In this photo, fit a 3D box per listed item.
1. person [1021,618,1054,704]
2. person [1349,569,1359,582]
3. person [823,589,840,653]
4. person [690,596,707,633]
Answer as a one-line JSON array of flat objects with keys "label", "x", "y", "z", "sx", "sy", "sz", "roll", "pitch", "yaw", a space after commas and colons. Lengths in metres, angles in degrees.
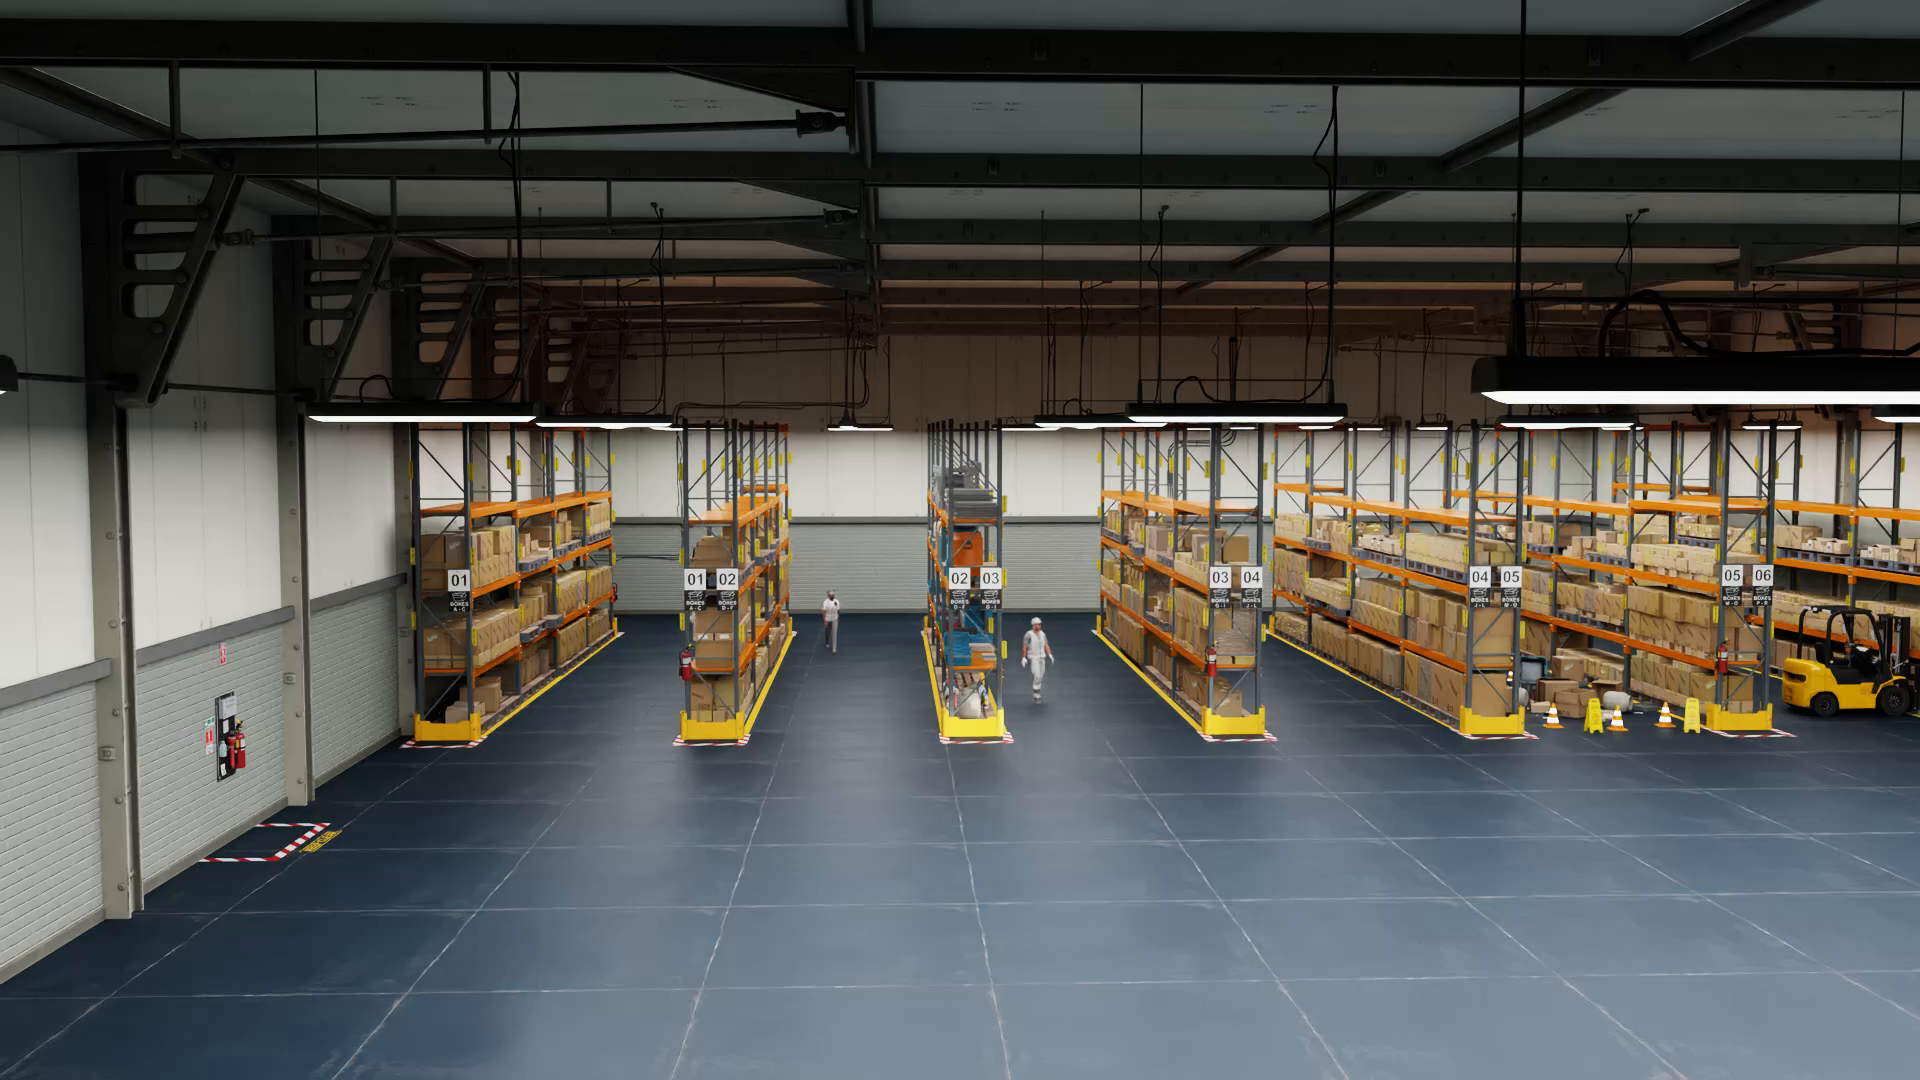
[{"label": "person", "x": 1.651, "y": 2.581, "z": 35.467, "sx": 0.595, "sy": 1.841, "sz": 0.569, "roll": -3, "pitch": 5, "yaw": -36}, {"label": "person", "x": 11.736, "y": 1.694, "z": 49.395, "sx": 0.995, "sy": 1.733, "sz": 0.575, "roll": -1, "pitch": 4, "yaw": -14}, {"label": "person", "x": -3.375, "y": 2.094, "z": 43.568, "sx": 0.435, "sy": 1.625, "sz": 1.028, "roll": 0, "pitch": 4, "yaw": -3}, {"label": "person", "x": -6.882, "y": 2.068, "z": 43.904, "sx": 0.654, "sy": 1.710, "sz": 0.614, "roll": 0, "pitch": 4, "yaw": 2}]
